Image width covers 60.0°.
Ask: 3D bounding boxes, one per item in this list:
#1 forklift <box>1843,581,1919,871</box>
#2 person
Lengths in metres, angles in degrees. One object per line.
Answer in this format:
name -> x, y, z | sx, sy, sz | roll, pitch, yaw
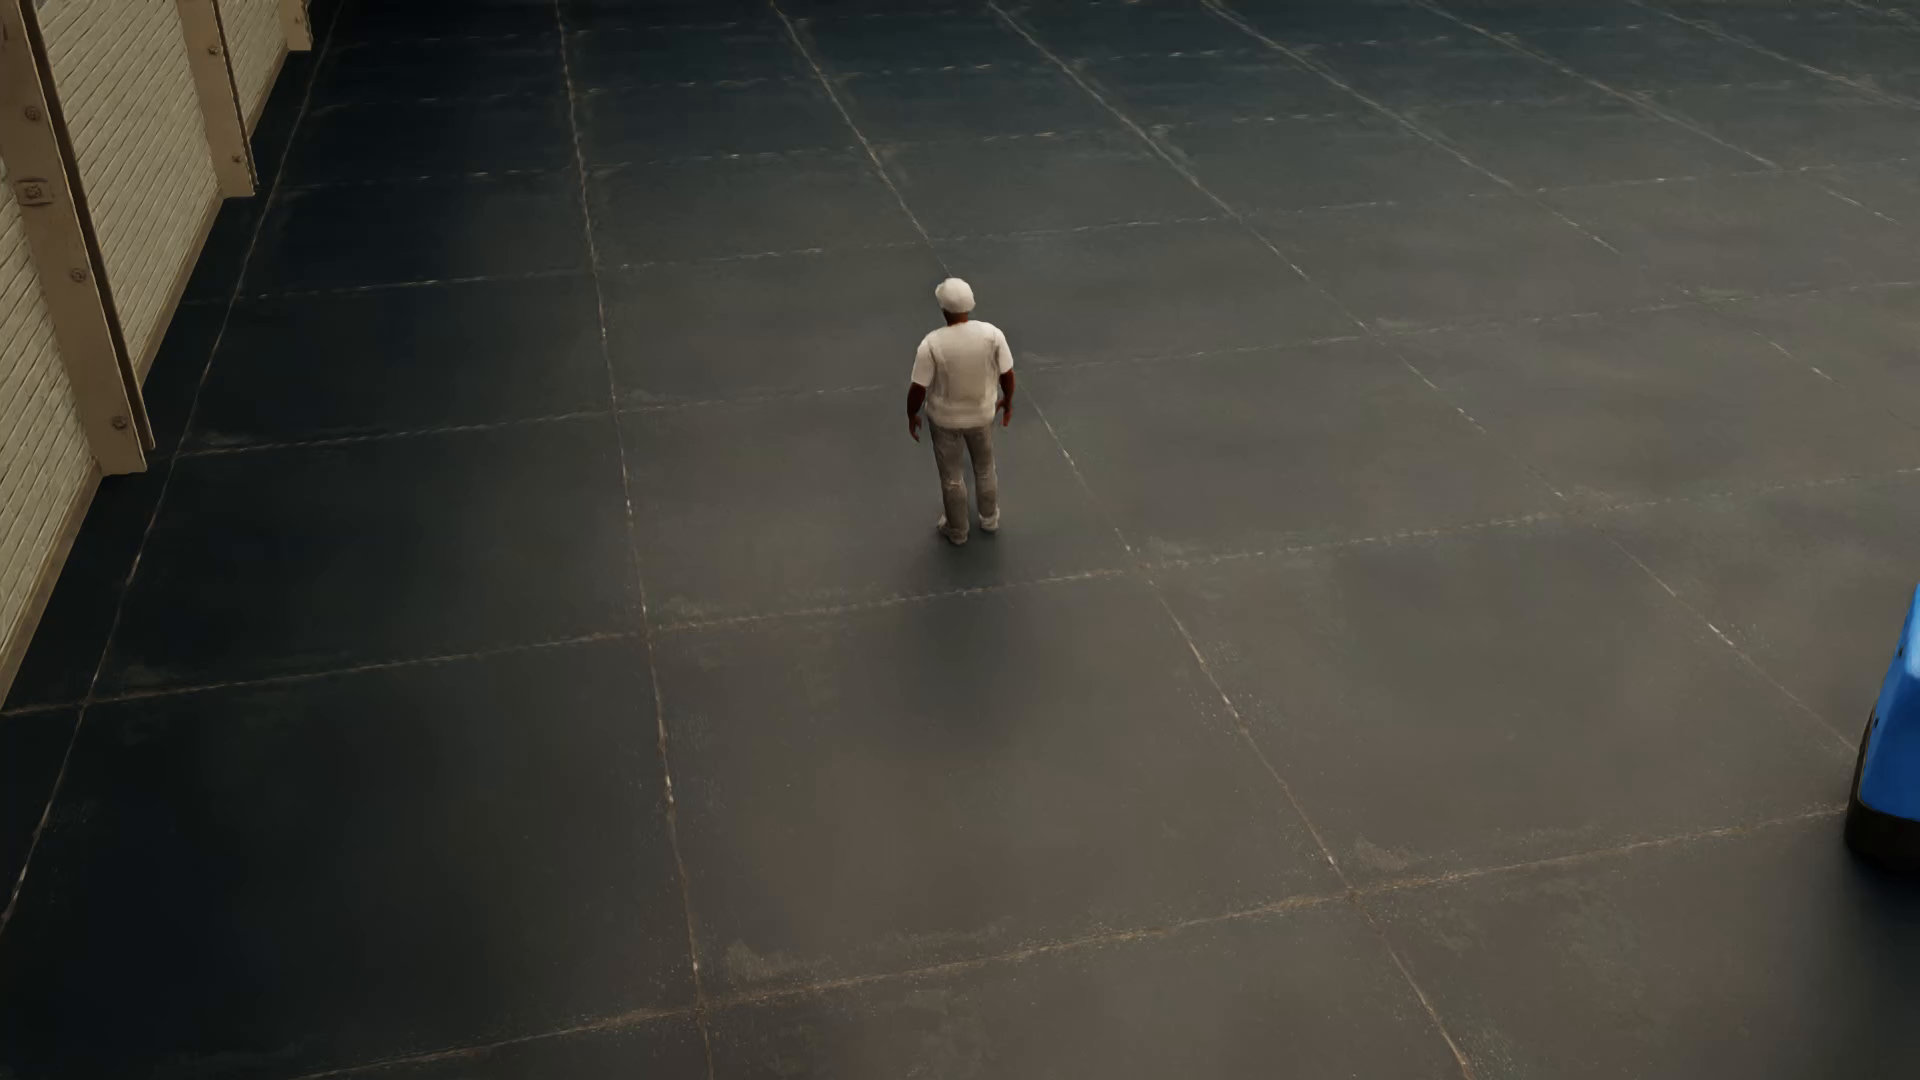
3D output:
forklift -> 5.736, 0.396, 6.890 | 3.031, 2.935, 1.130 | 16, 34, 26
person -> -0.011, -0.805, 10.114 | 0.665, 1.766, 0.576 | -7, 31, -12
